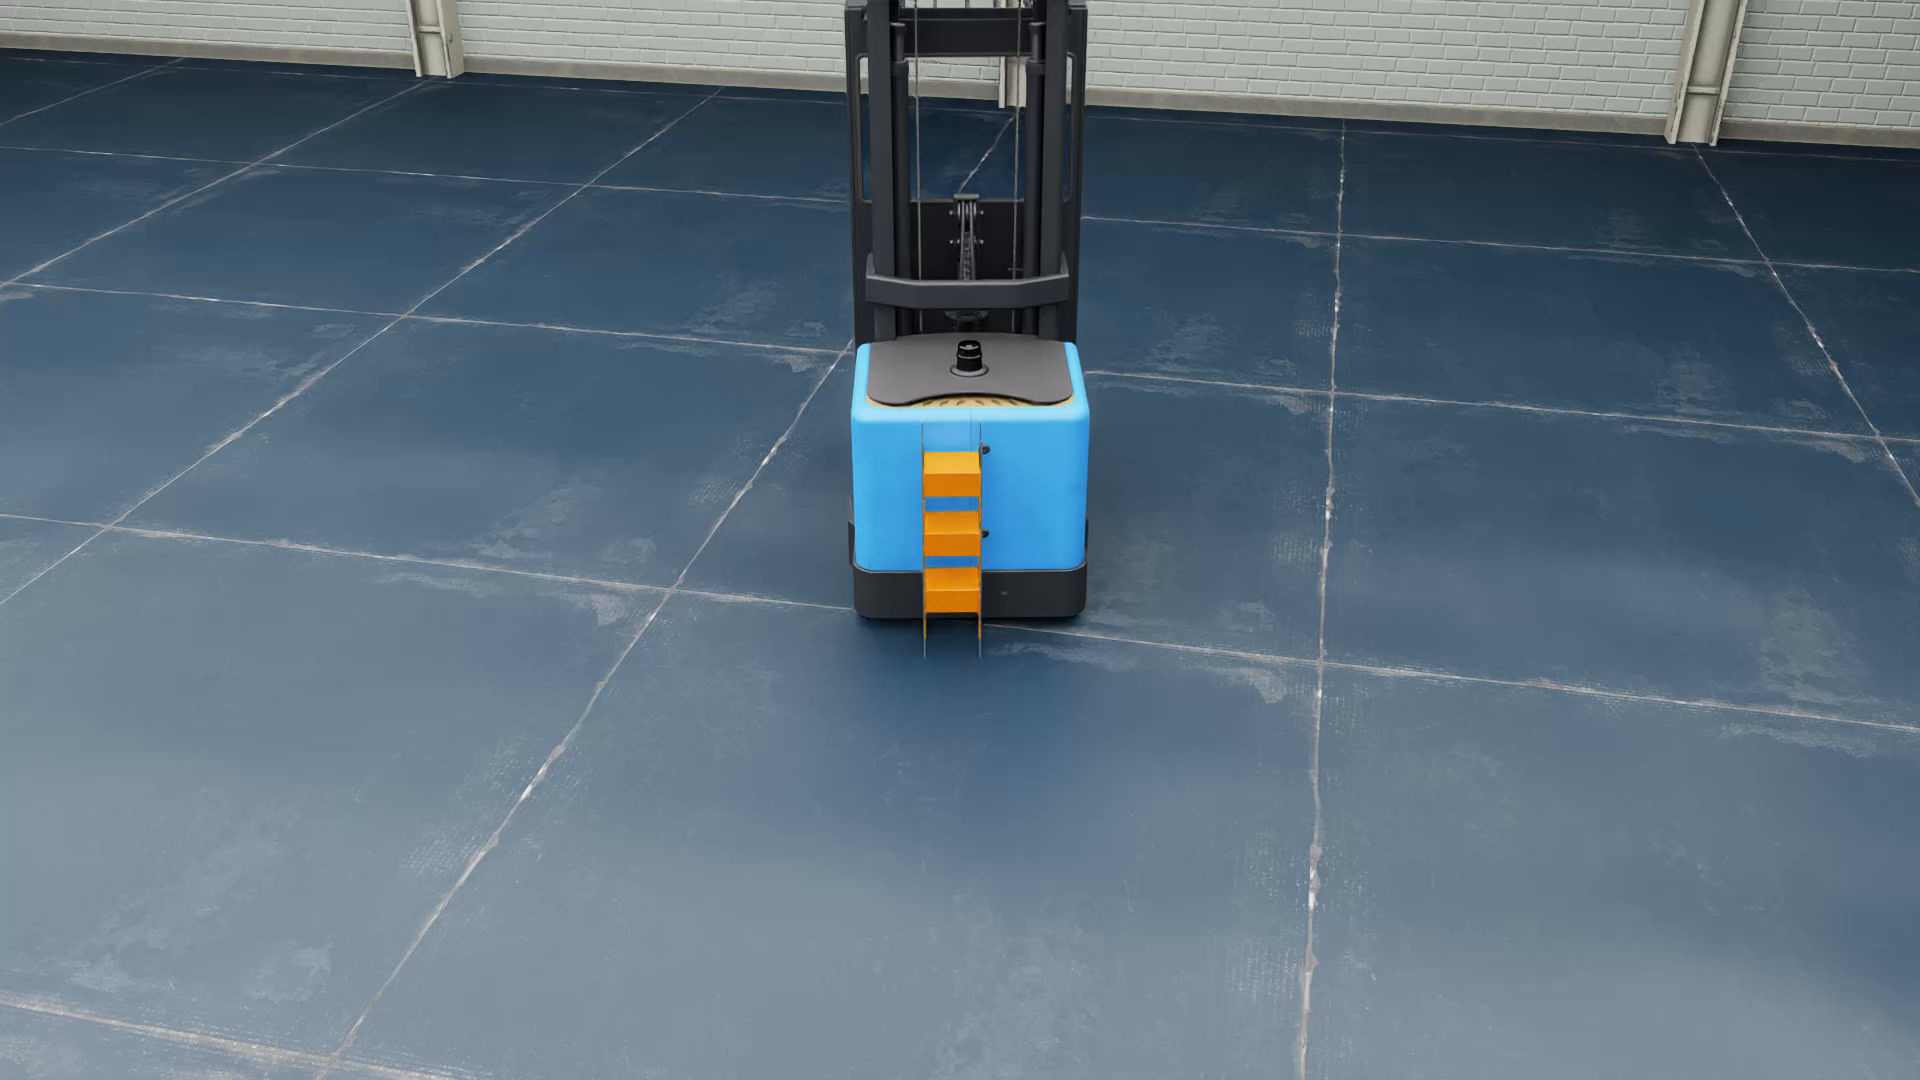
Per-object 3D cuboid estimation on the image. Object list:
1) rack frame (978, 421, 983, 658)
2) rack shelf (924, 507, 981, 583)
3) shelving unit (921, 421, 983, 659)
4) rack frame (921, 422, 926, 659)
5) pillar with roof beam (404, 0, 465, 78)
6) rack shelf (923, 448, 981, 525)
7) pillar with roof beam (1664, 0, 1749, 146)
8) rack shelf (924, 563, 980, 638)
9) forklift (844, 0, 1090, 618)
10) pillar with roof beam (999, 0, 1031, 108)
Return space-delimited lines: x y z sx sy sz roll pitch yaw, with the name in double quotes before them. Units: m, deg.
"rack frame" 0.087 0.011 7.137 0.008 1.050 0.200 0 29 -1
"rack shelf" -0.035 0.021 7.140 0.240 0.259 0.215 0 29 -1
"shelving unit" -0.035 0.012 7.135 0.252 1.050 0.215 0 29 -1
"rack frame" -0.157 0.013 7.133 0.008 1.050 0.200 0 29 -1
"pillar with roof beam" -6.176 -6.669 11.060 0.400 9.000 9.100 6 29 11
"rack shelf" -0.035 -0.228 7.004 0.240 0.259 0.215 0 29 -1
"pillar with roof beam" 5.559 -5.465 8.862 0.400 9.000 9.100 6 29 11
"rack shelf" -0.035 0.265 7.274 0.240 0.259 0.215 0 29 -1
"forklift" 0.022 -1.601 8.121 1.130 2.935 3.031 0 29 -1
"pillar with roof beam" -0.308 -6.067 9.961 0.400 9.000 9.100 6 29 11
